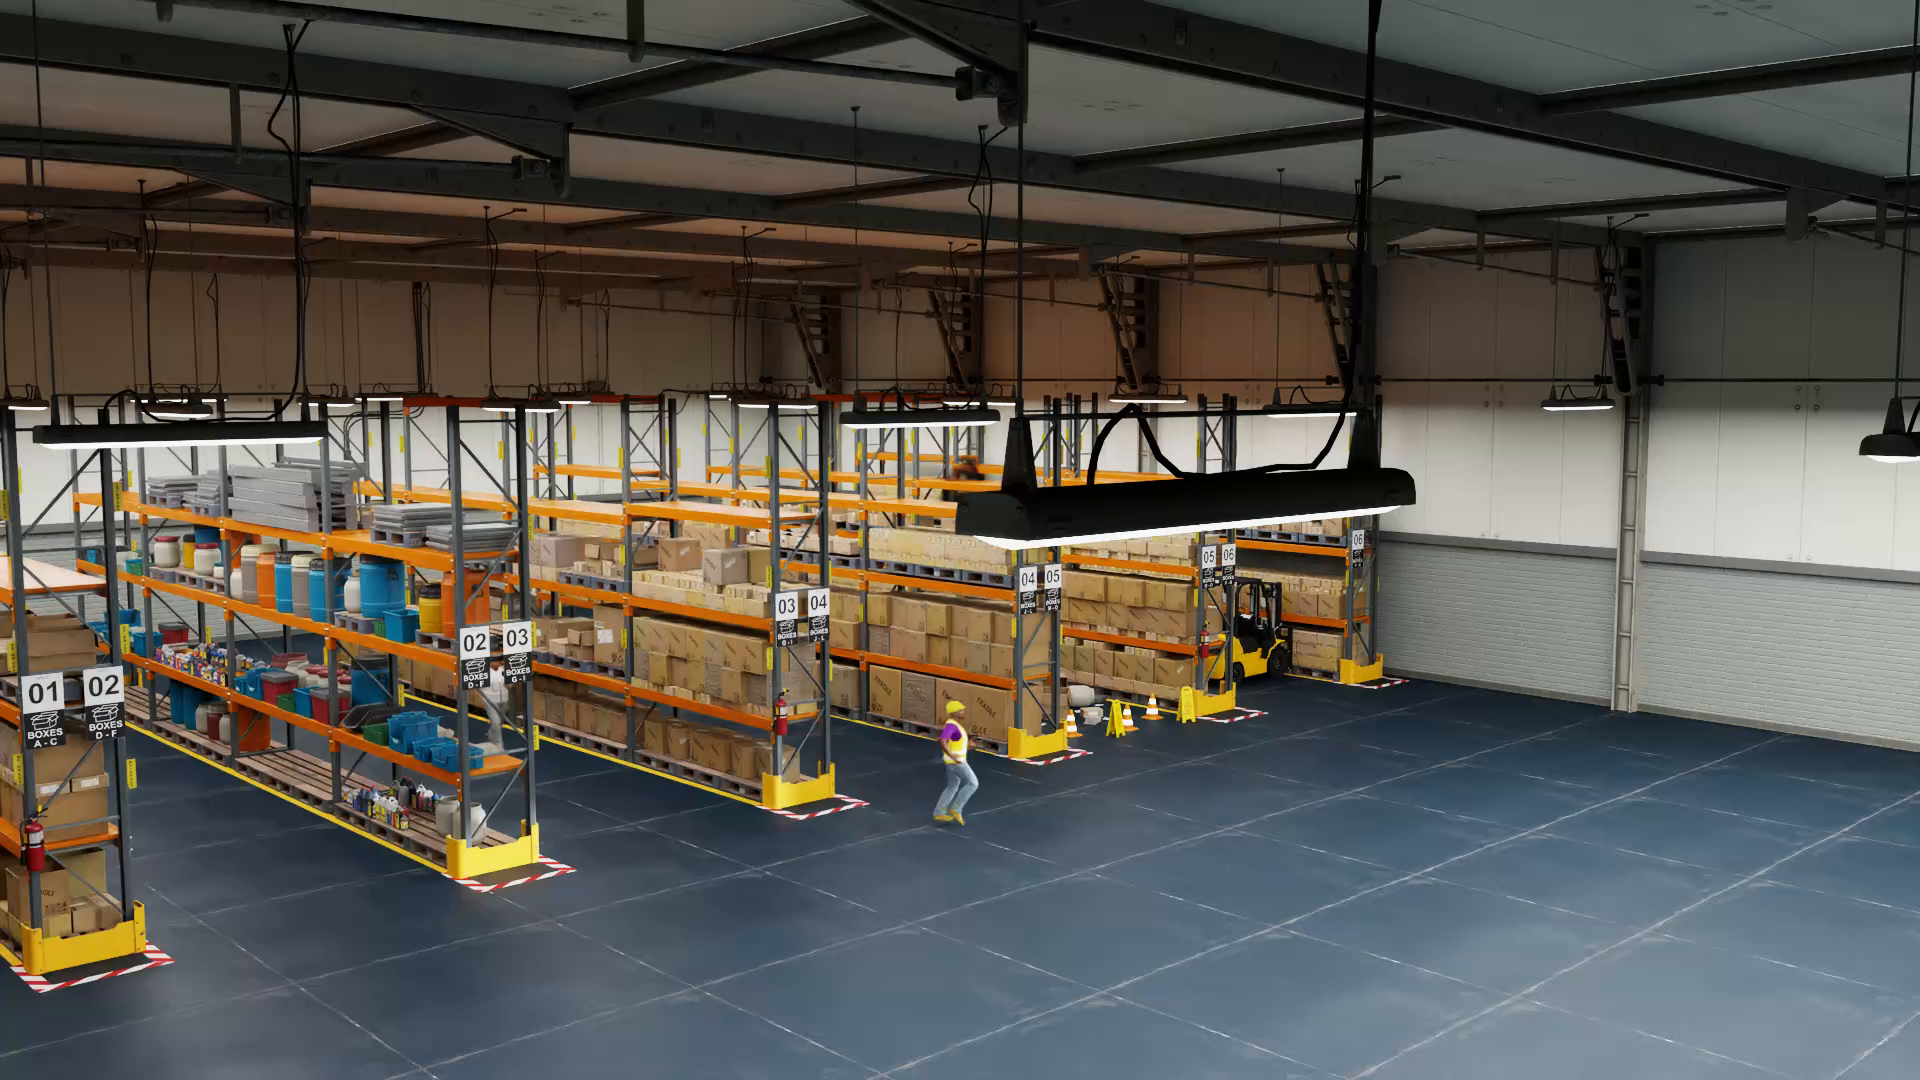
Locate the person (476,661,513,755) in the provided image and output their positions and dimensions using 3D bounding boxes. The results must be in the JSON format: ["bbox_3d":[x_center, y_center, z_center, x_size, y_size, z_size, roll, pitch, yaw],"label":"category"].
[{"bbox_3d":[-7.884,2.755,28.244,0.934,1.666,0.601,5,8,45],"label":"person"}]

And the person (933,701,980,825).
[{"bbox_3d":[-0.037,3.172,23.709,0.708,1.778,0.672,-1,6,-9],"label":"person"}]

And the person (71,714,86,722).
[{"bbox_3d":[-13.873,3.019,26.048,0.599,1.614,0.552,5,7,40],"label":"person"}]

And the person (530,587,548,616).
[{"bbox_3d":[-10.372,1.457,41.058,0.663,1.750,0.948,2,6,21],"label":"person"}]
